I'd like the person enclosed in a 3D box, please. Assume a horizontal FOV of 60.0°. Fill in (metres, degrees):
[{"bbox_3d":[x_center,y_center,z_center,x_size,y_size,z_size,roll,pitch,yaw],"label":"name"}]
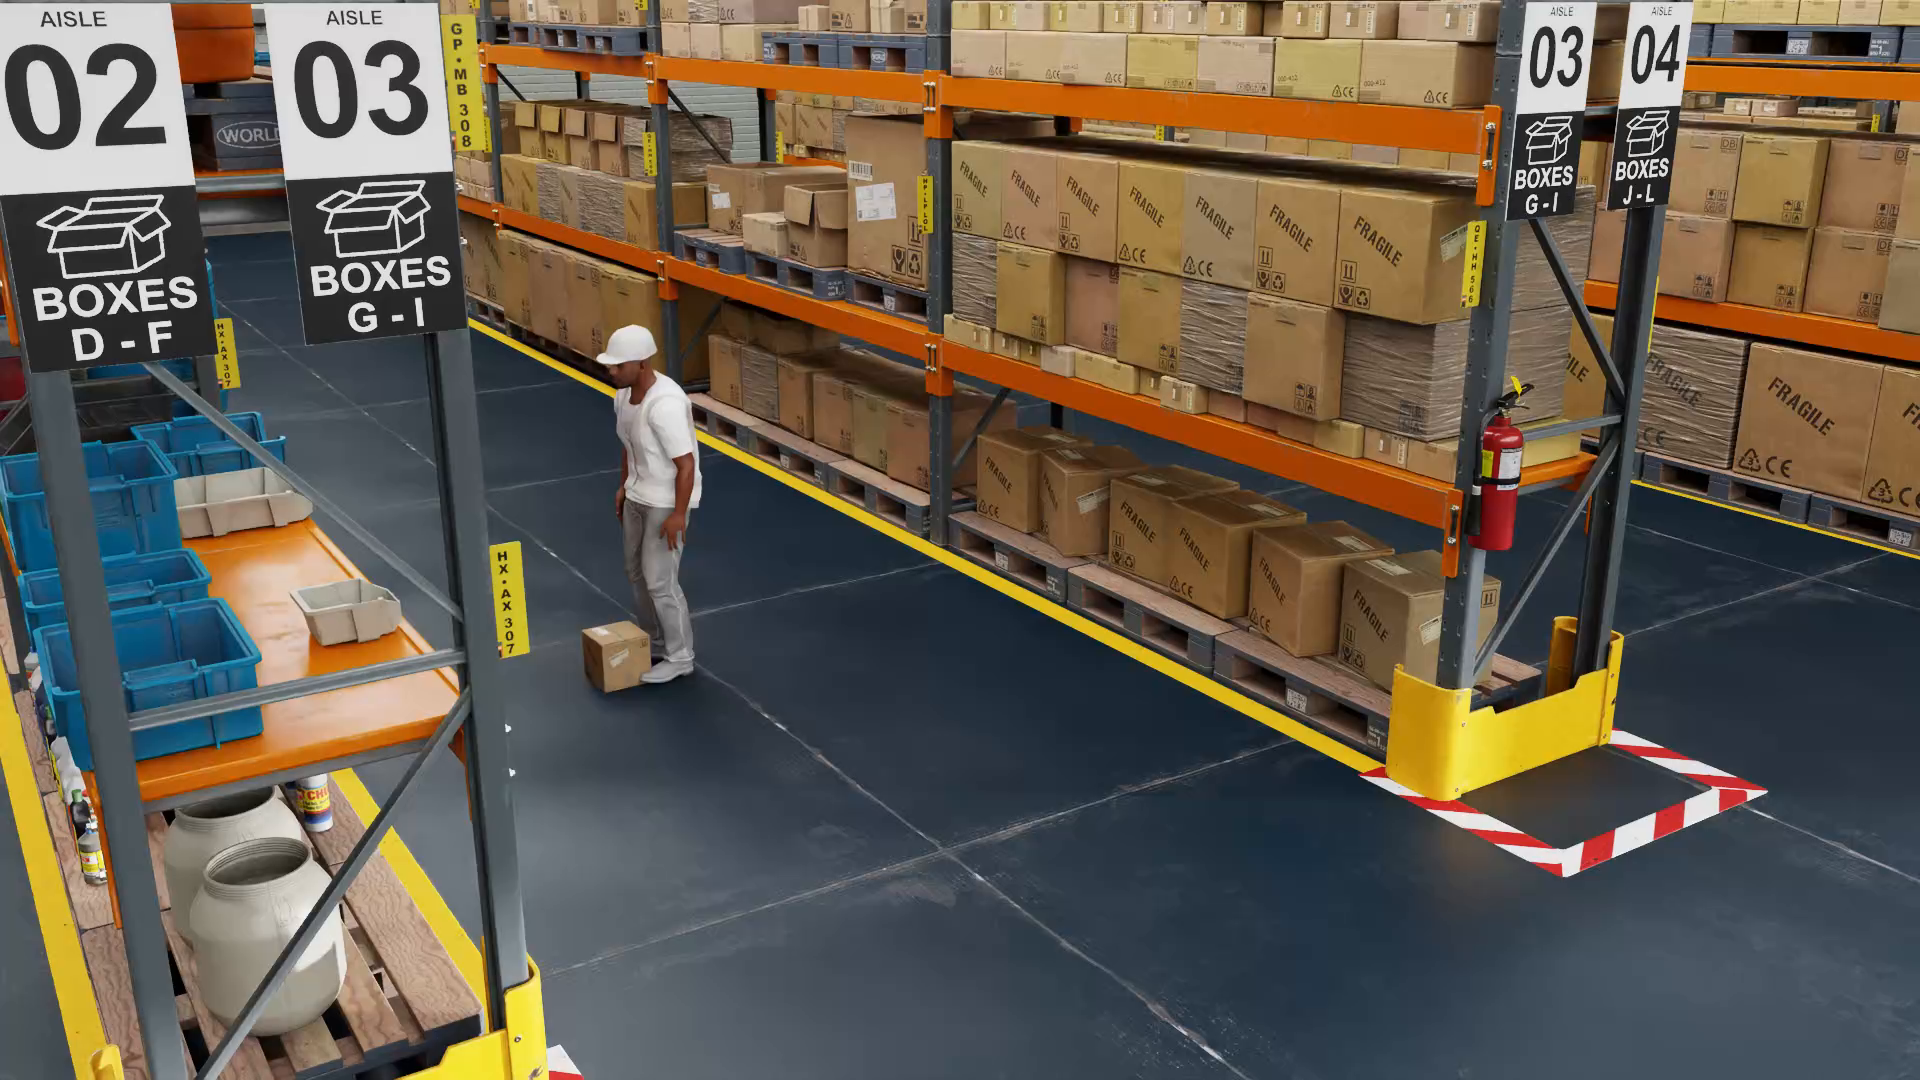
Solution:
[{"bbox_3d":[-1.507,-0.184,8.096,0.463,1.759,0.627,-13,22,-34],"label":"person"}]
